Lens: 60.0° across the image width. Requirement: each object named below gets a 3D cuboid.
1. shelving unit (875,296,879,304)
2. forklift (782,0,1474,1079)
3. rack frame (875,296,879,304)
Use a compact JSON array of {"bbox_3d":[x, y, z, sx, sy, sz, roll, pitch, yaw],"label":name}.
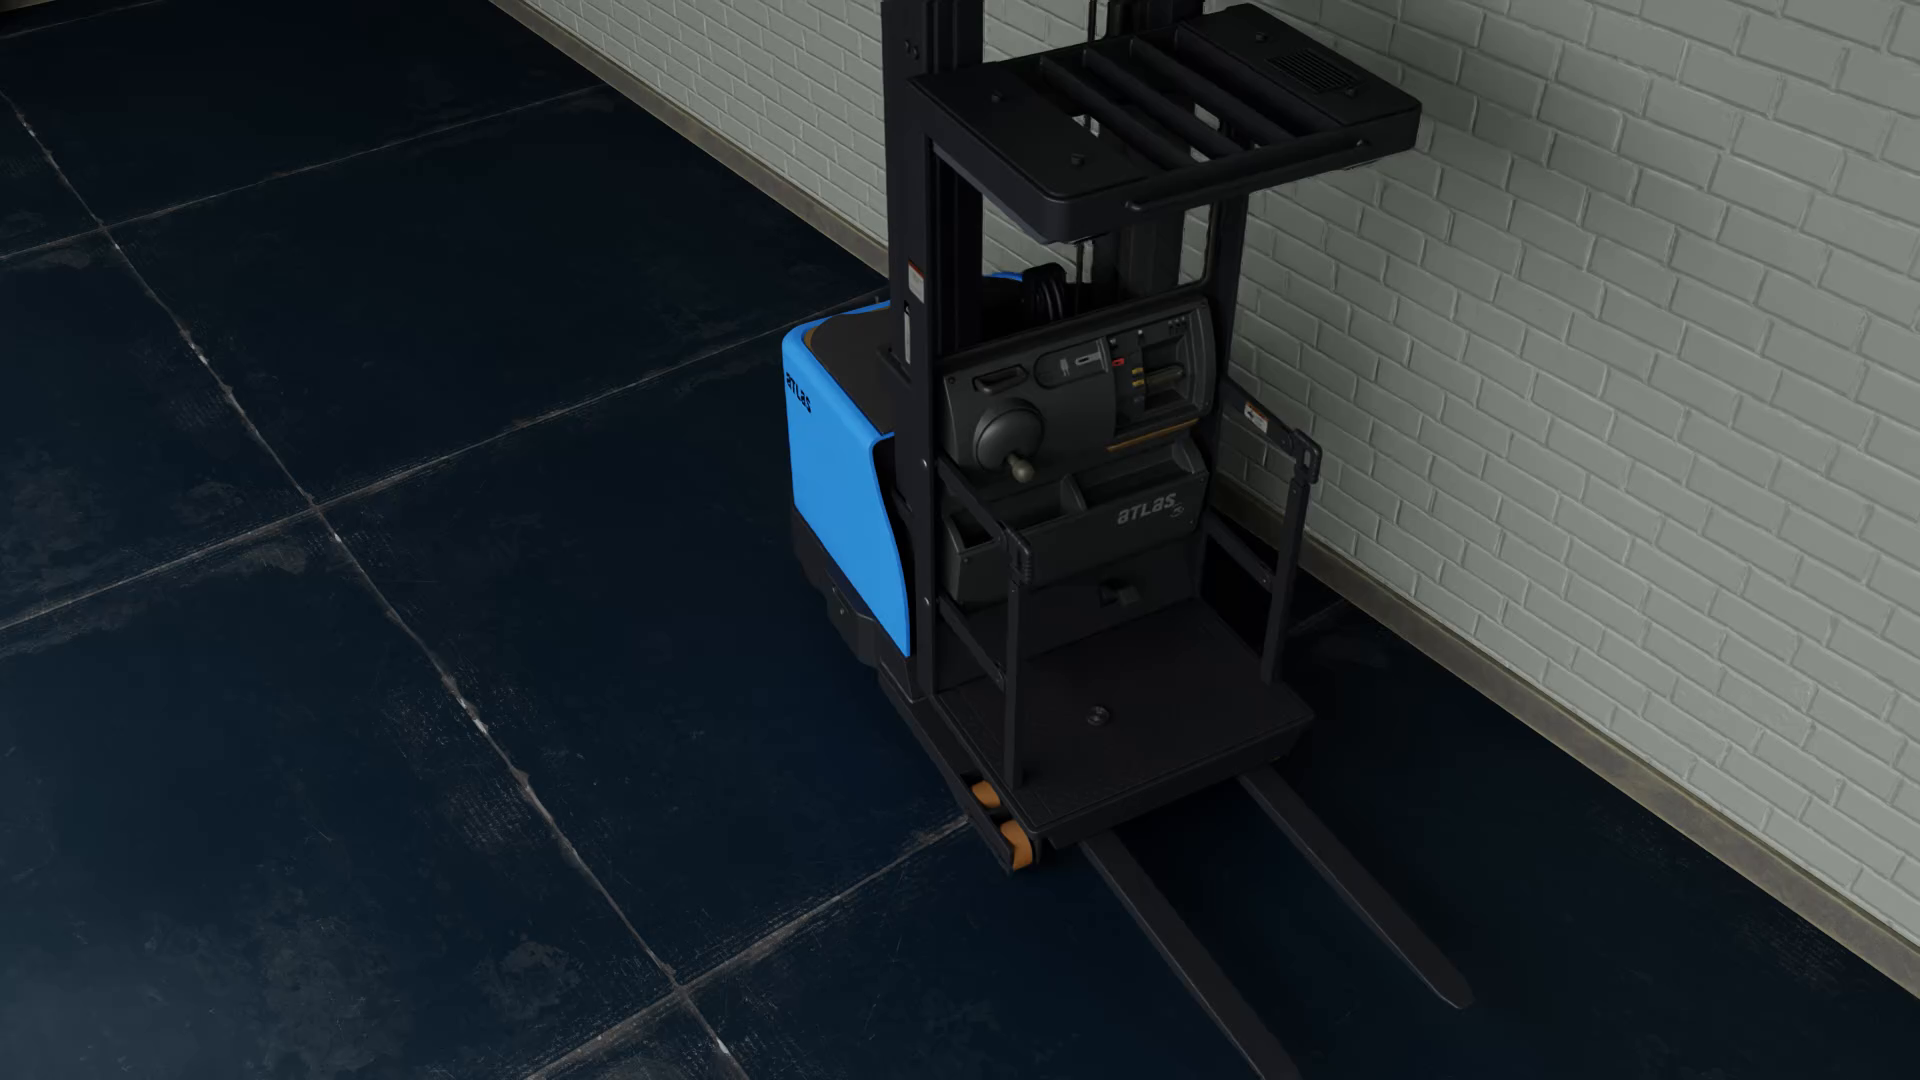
[{"bbox_3d":[-0.180,-0.567,6.732,0.210,0.900,0.258,-20,43,-22],"label":"shelving unit"},{"bbox_3d":[0.478,-0.383,4.906,1.130,2.935,3.031,-19,43,-21],"label":"forklift"},{"bbox_3d":[-0.269,-0.536,6.693,0.006,0.900,0.240,-20,43,-22],"label":"rack frame"}]
